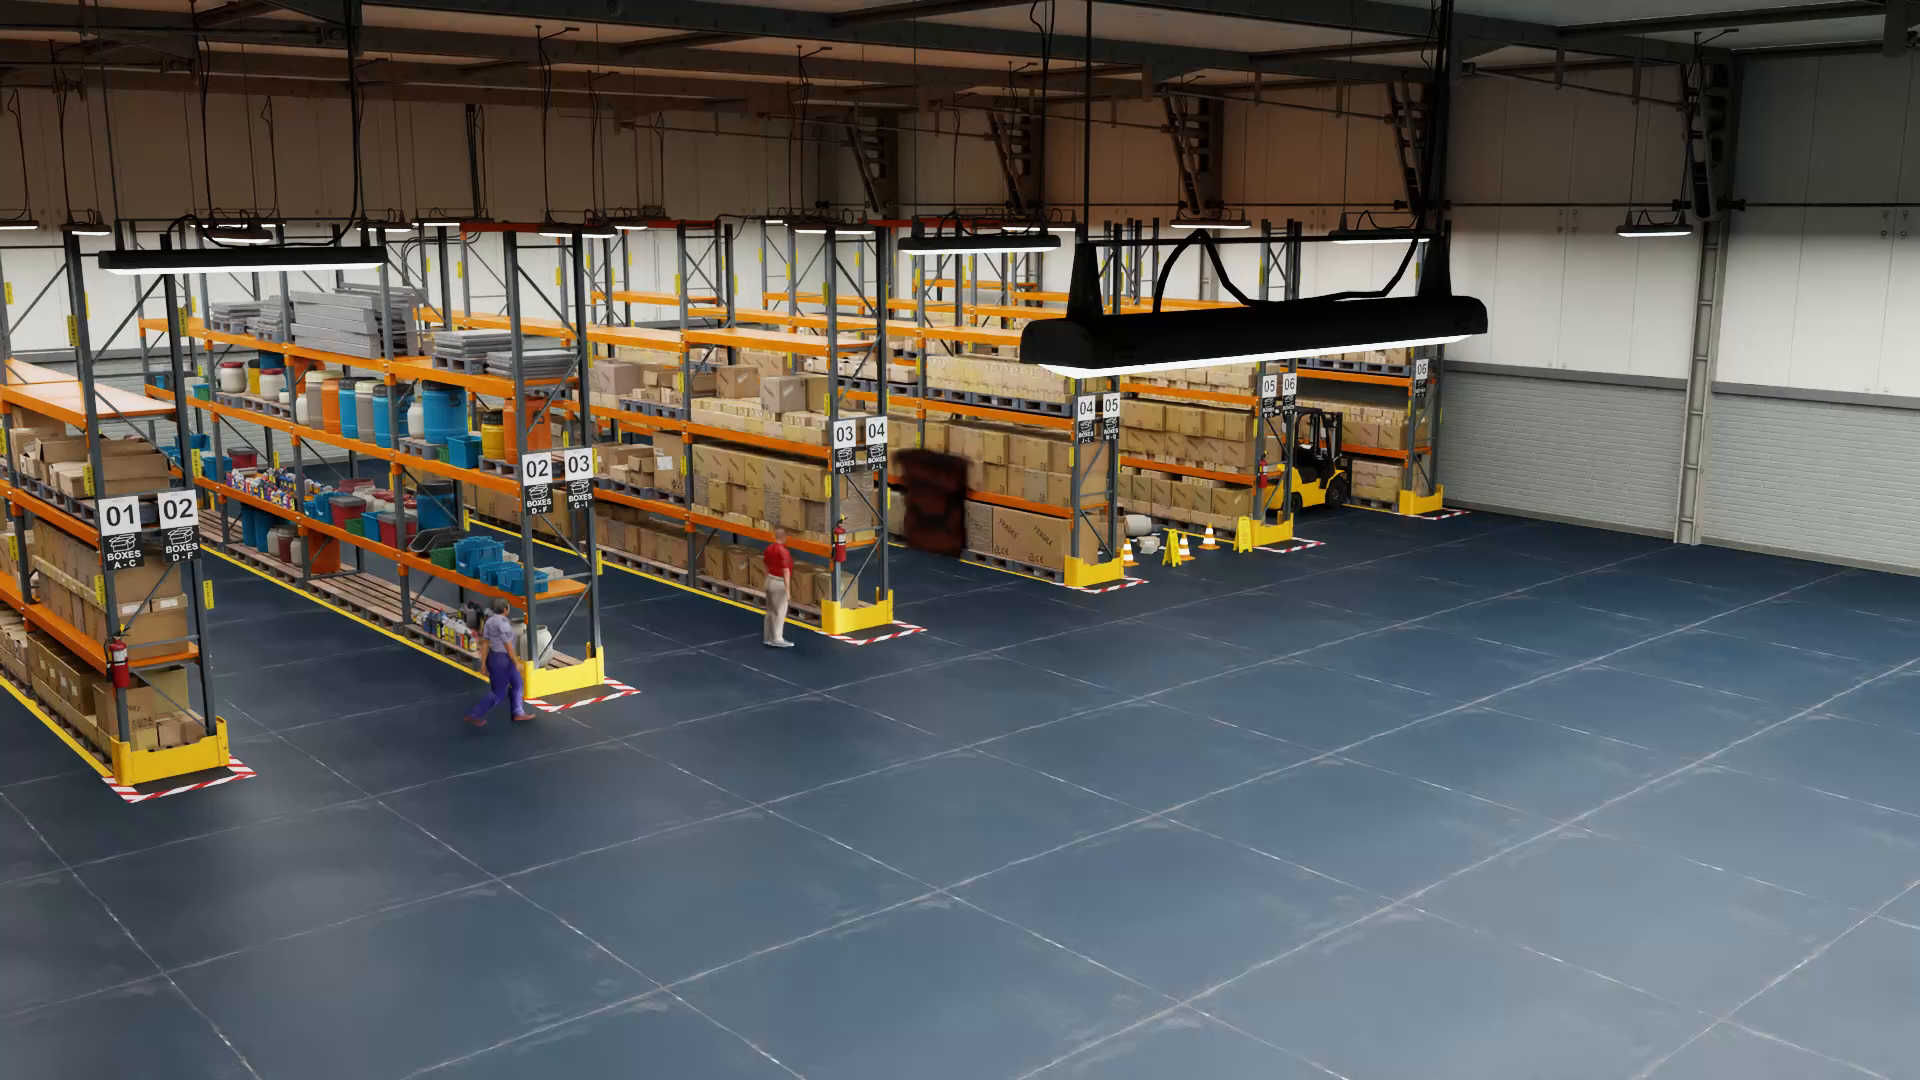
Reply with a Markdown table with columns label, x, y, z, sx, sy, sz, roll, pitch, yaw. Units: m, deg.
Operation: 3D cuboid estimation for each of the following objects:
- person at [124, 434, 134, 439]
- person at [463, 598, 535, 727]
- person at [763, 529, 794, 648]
| label | x | y | z | sx | sy | sz | roll | pitch | yaw |
| --- | --- | --- | --- | --- | --- | --- | --- | --- | --- |
| person | -17.149 | -1.377 | 34.446 | 0.567 | 1.618 | 0.995 | -4 | 12 | -20 |
| person | -5.669 | 1.511 | 20.347 | 0.908 | 1.577 | 0.454 | -6 | 13 | -27 |
| person | -2.625 | 0.694 | 24.075 | 0.391 | 1.733 | 0.568 | -7 | 13 | -29 |
